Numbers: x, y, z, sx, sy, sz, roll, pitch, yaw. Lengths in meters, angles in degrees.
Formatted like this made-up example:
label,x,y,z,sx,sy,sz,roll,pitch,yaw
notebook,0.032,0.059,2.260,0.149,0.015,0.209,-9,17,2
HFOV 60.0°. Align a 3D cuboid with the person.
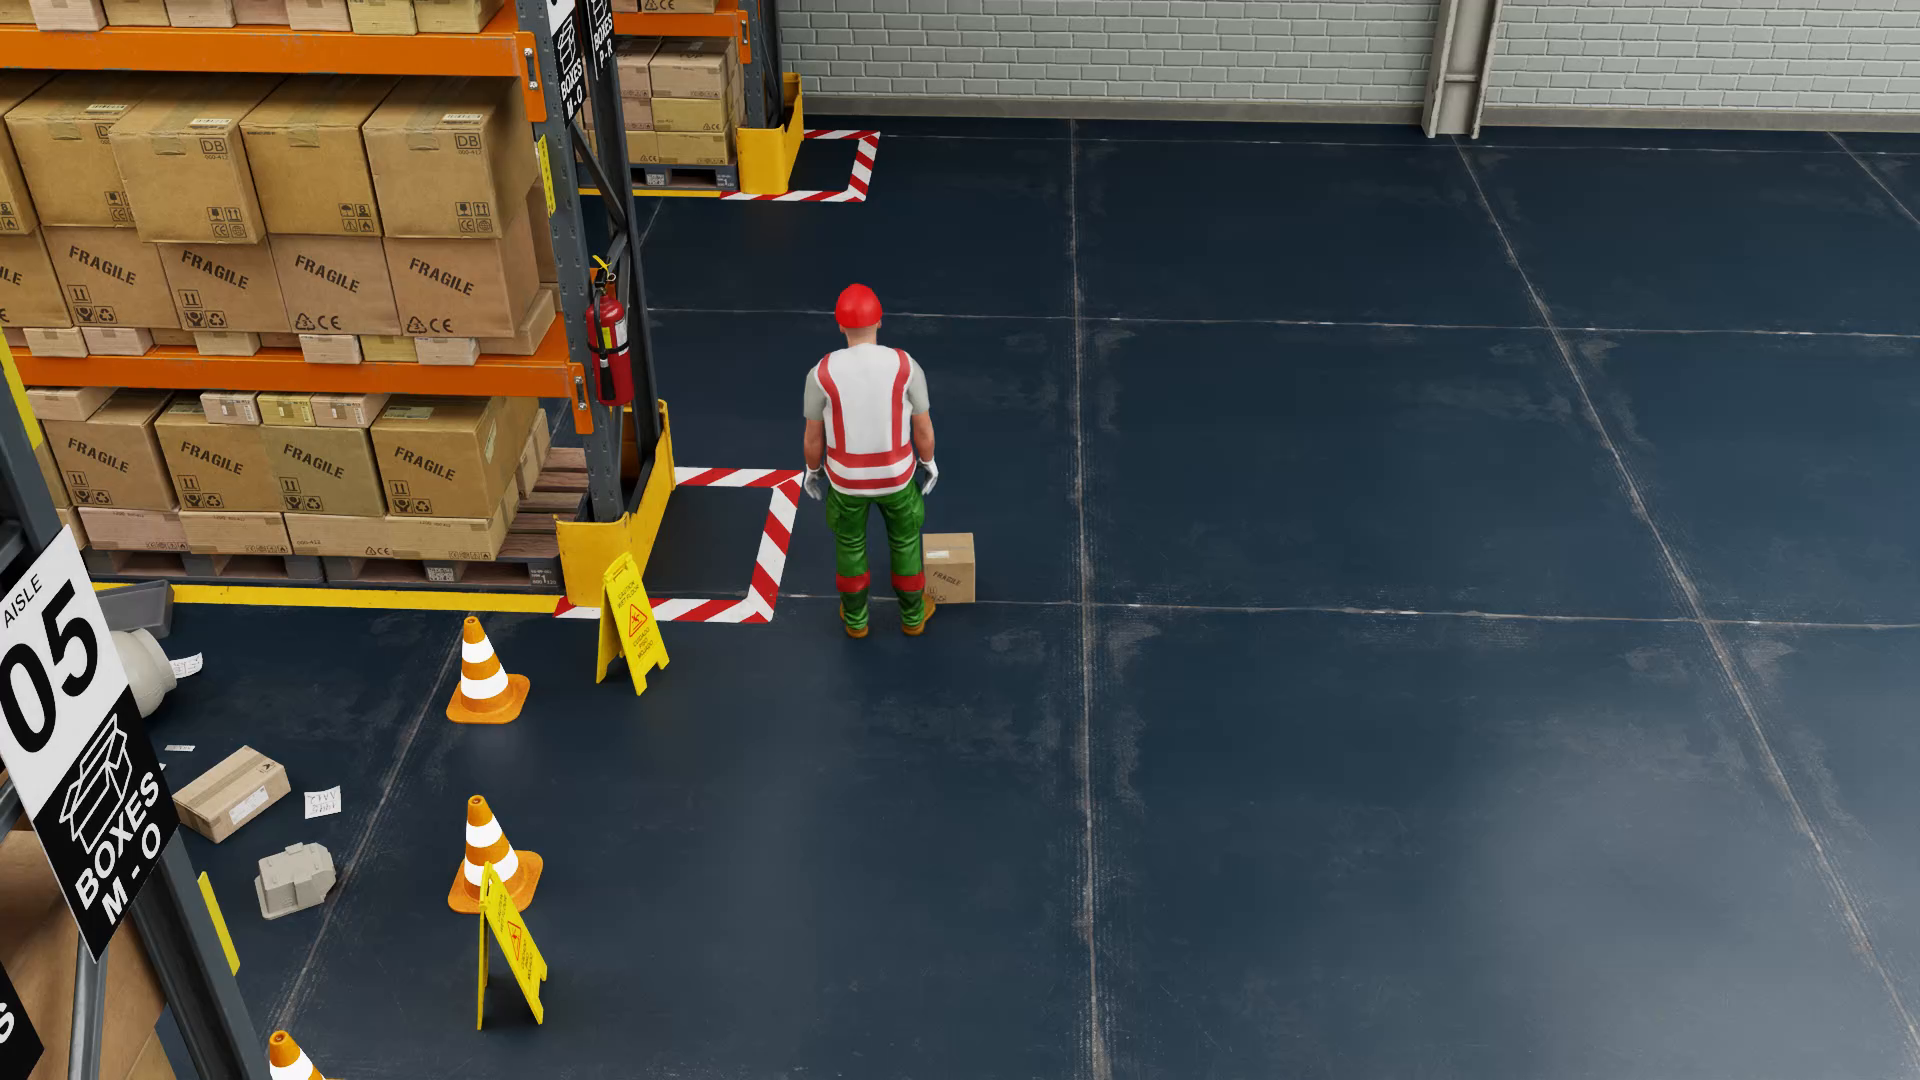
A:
label,x,y,z,sx,sy,sz,roll,pitch,yaw
person,-0.406,-0.321,7.559,0.614,1.778,0.453,-2,35,-3
